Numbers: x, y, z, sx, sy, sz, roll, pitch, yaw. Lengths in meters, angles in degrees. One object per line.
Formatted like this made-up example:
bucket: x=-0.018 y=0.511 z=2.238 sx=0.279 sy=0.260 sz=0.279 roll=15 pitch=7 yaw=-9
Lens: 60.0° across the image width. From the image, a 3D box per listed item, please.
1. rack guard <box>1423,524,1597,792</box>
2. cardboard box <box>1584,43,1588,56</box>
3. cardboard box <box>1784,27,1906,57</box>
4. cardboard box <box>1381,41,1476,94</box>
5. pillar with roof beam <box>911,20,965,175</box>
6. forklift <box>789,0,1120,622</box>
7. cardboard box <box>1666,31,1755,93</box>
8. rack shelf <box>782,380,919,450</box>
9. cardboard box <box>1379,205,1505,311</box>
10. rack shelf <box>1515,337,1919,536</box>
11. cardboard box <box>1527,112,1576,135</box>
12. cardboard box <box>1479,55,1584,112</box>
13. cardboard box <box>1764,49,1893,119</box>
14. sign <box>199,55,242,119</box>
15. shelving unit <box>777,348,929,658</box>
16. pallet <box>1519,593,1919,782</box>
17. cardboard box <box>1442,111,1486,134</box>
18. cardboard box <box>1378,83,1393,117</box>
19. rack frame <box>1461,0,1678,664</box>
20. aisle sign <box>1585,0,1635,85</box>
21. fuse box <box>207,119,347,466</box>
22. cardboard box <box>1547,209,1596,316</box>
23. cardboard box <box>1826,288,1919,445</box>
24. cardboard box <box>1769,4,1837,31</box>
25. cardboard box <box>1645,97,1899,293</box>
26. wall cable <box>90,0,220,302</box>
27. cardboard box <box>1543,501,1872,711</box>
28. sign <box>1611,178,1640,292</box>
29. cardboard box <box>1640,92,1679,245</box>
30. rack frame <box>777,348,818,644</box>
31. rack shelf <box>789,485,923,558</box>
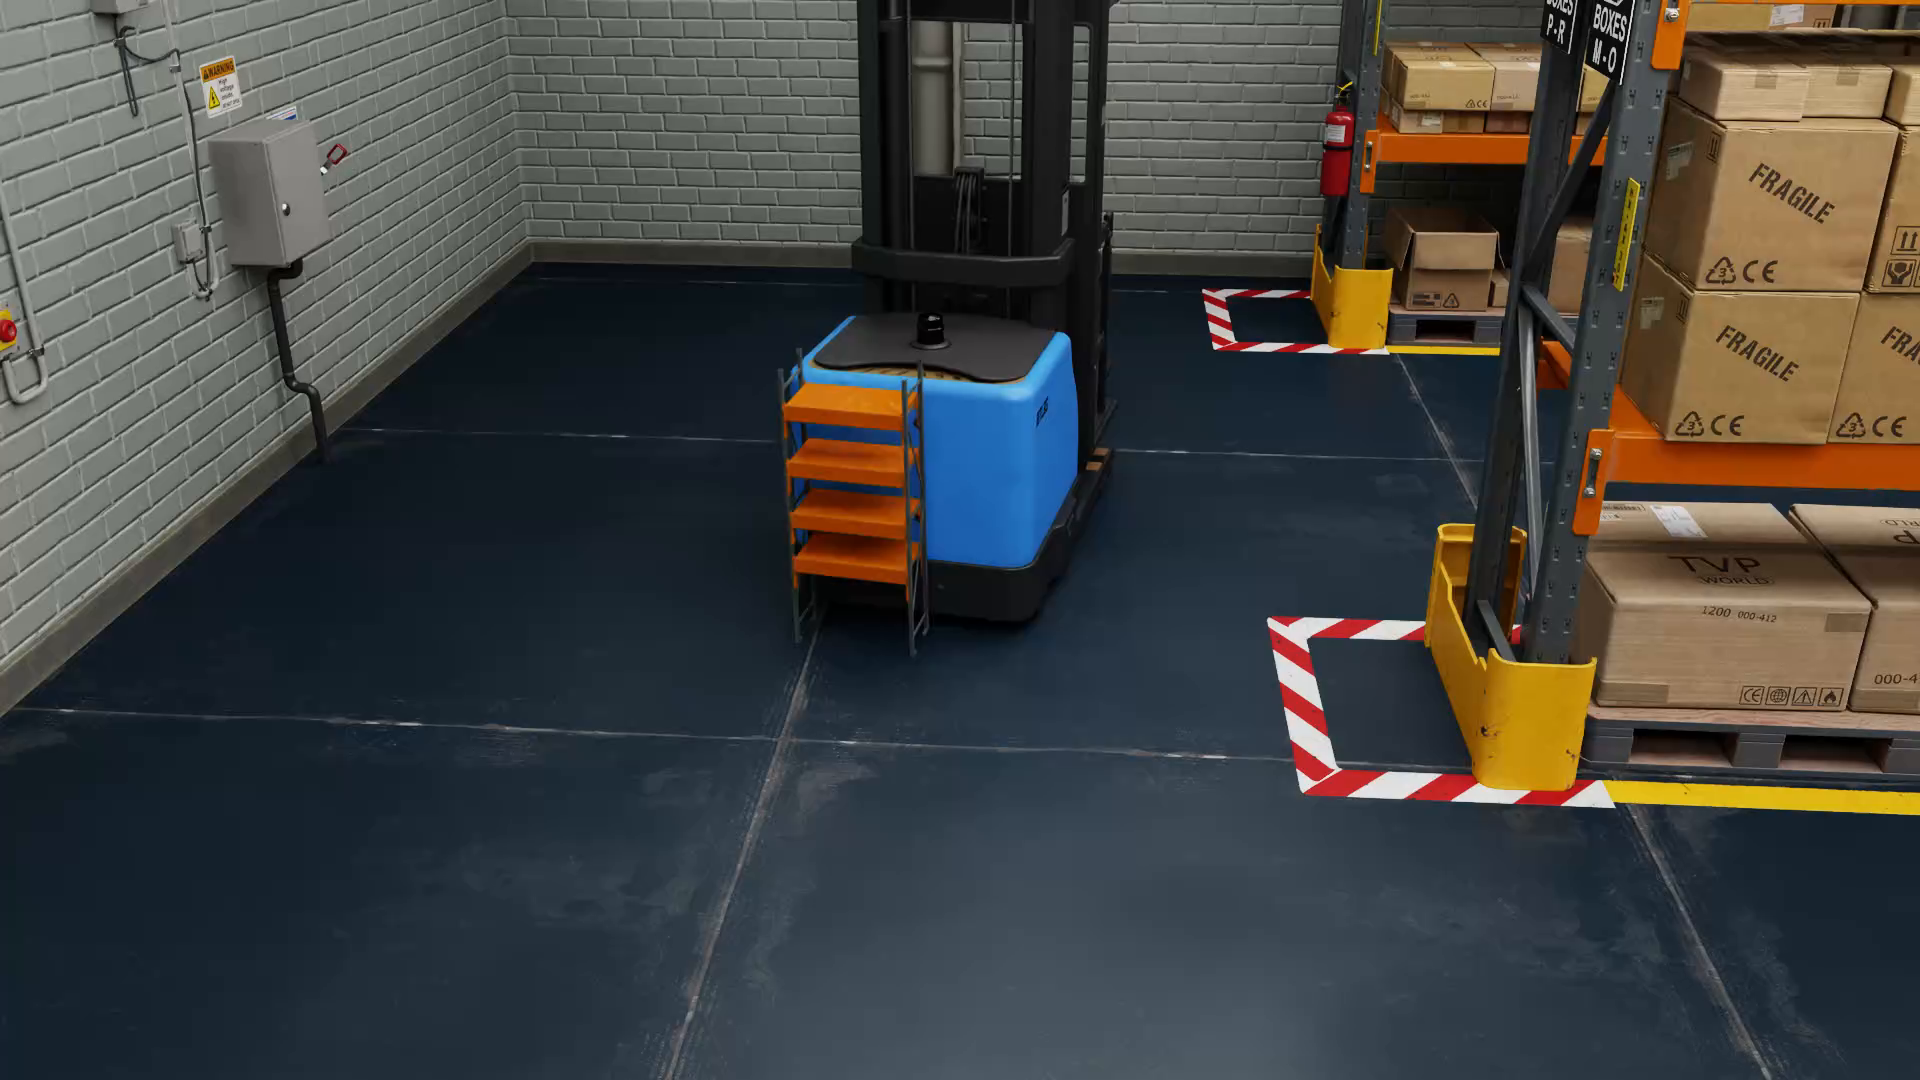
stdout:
rack guard: x=2.041 y=0.409 z=6.263 sx=0.348 sy=0.500 sz=1.175 roll=2 pitch=25 yaw=4
cardboard box: x=3.928 y=-2.923 z=10.337 sx=0.500 sy=0.250 sz=0.500 roll=3 pitch=25 yaw=6
cardboard box: x=2.957 y=-1.621 z=5.592 sx=0.250 sy=0.149 sz=0.380 roll=2 pitch=25 yaw=3
cardboard box: x=2.920 y=-2.958 z=10.413 sx=0.500 sy=0.250 sz=0.500 roll=3 pitch=25 yaw=6
pillar with roof beam: x=-0.508 y=-4.188 z=6.086 sx=0.400 sy=9.000 sz=9.100 roll=2 pitch=25 yaw=4
forklift: x=0.159 y=-1.587 z=7.692 sx=1.130 sy=2.935 sz=3.031 roll=6 pitch=25 yaw=13
cardboard box: x=2.438 y=-1.592 z=5.530 sx=0.250 sy=0.149 sz=0.380 roll=2 pitch=25 yaw=5
rack shelf: x=-0.414 y=-0.486 z=6.416 sx=0.480 sy=0.148 sz=0.258 roll=6 pitch=28 yaw=13
cardboard box: x=3.044 y=-1.792 z=10.541 sx=0.637 sy=0.503 sz=0.797 roll=1 pitch=25 yaw=2
rack shelf: x=4.059 y=-0.335 z=5.750 sx=4.000 sy=0.370 sz=1.077 roll=2 pitch=25 yaw=4
cardboard box: x=3.517 y=-2.539 z=9.981 sx=0.250 sy=0.149 sz=0.380 roll=3 pitch=25 yaw=6
cardboard box: x=3.376 y=-2.719 z=9.894 sx=0.500 sy=0.250 sz=0.500 roll=2 pitch=25 yaw=5
cardboard box: x=2.665 y=-1.415 z=5.144 sx=0.250 sy=0.149 sz=0.380 roll=2 pitch=25 yaw=5
sign: x=-3.463 y=-2.126 z=7.794 sx=0.001 sy=0.242 sz=0.339 roll=2 pitch=25 yaw=4
shelving unit: x=-0.409 y=-0.137 z=6.597 sx=0.503 sy=1.200 sz=0.258 roll=6 pitch=28 yaw=13
pallet: x=2.868 y=0.534 z=6.337 sx=1.213 sy=0.211 sz=1.003 roll=2 pitch=25 yaw=4
cardboard box: x=3.005 y=-2.567 z=10.041 sx=0.250 sy=0.149 sz=0.380 roll=2 pitch=25 yaw=5
cardboard box: x=2.792 y=-2.782 z=10.508 sx=0.250 sy=0.149 sz=0.380 roll=2 pitch=25 yaw=3
rack frame: x=2.065 y=-0.726 z=5.739 sx=0.127 sy=3.000 sz=1.000 roll=2 pitch=25 yaw=4
aisle sign: x=1.971 y=-1.788 z=4.938 sx=0.004 sy=0.787 sz=0.394 roll=2 pitch=25 yaw=4
fuse box: x=-3.253 y=-1.182 z=8.272 sx=0.414 sy=1.711 sz=0.539 roll=2 pitch=25 yaw=4
cardboard box: x=3.893 y=-1.747 z=10.447 sx=0.500 sy=0.500 sz=0.700 roll=3 pitch=25 yaw=6
cardboard box: x=3.028 y=-0.632 z=5.415 sx=0.500 sy=0.500 sz=0.500 roll=1 pitch=25 yaw=3
cardboard box: x=4.965 y=-3.233 z=10.114 sx=0.500 sy=0.500 sz=0.500 roll=1 pitch=25 yaw=3
cardboard box: x=2.522 y=-1.091 z=5.218 sx=0.500 sy=0.500 sz=0.500 roll=1 pitch=25 yaw=3
wall cable: x=-3.462 y=-1.950 z=7.183 sx=0.122 sy=1.984 sz=0.588 roll=2 pitch=25 yaw=4
cardboard box: x=2.731 y=0.227 z=6.232 sx=0.875 sy=0.438 sz=0.875 roll=1 pitch=25 yaw=2
sign: x=2.017 y=-0.924 z=5.039 sx=0.005 sy=0.325 sz=0.100 roll=2 pitch=25 yaw=4
cardboard box: x=2.564 y=-1.309 z=5.691 sx=0.500 sy=0.500 sz=0.500 roll=3 pitch=25 yaw=6
rack frame: x=-0.646 y=-0.162 z=6.652 sx=0.015 sy=1.200 sz=0.240 roll=6 pitch=28 yaw=13
rack shelf: x=-0.409 y=-0.077 z=6.628 sx=0.480 sy=0.148 sz=0.258 roll=6 pitch=28 yaw=13
